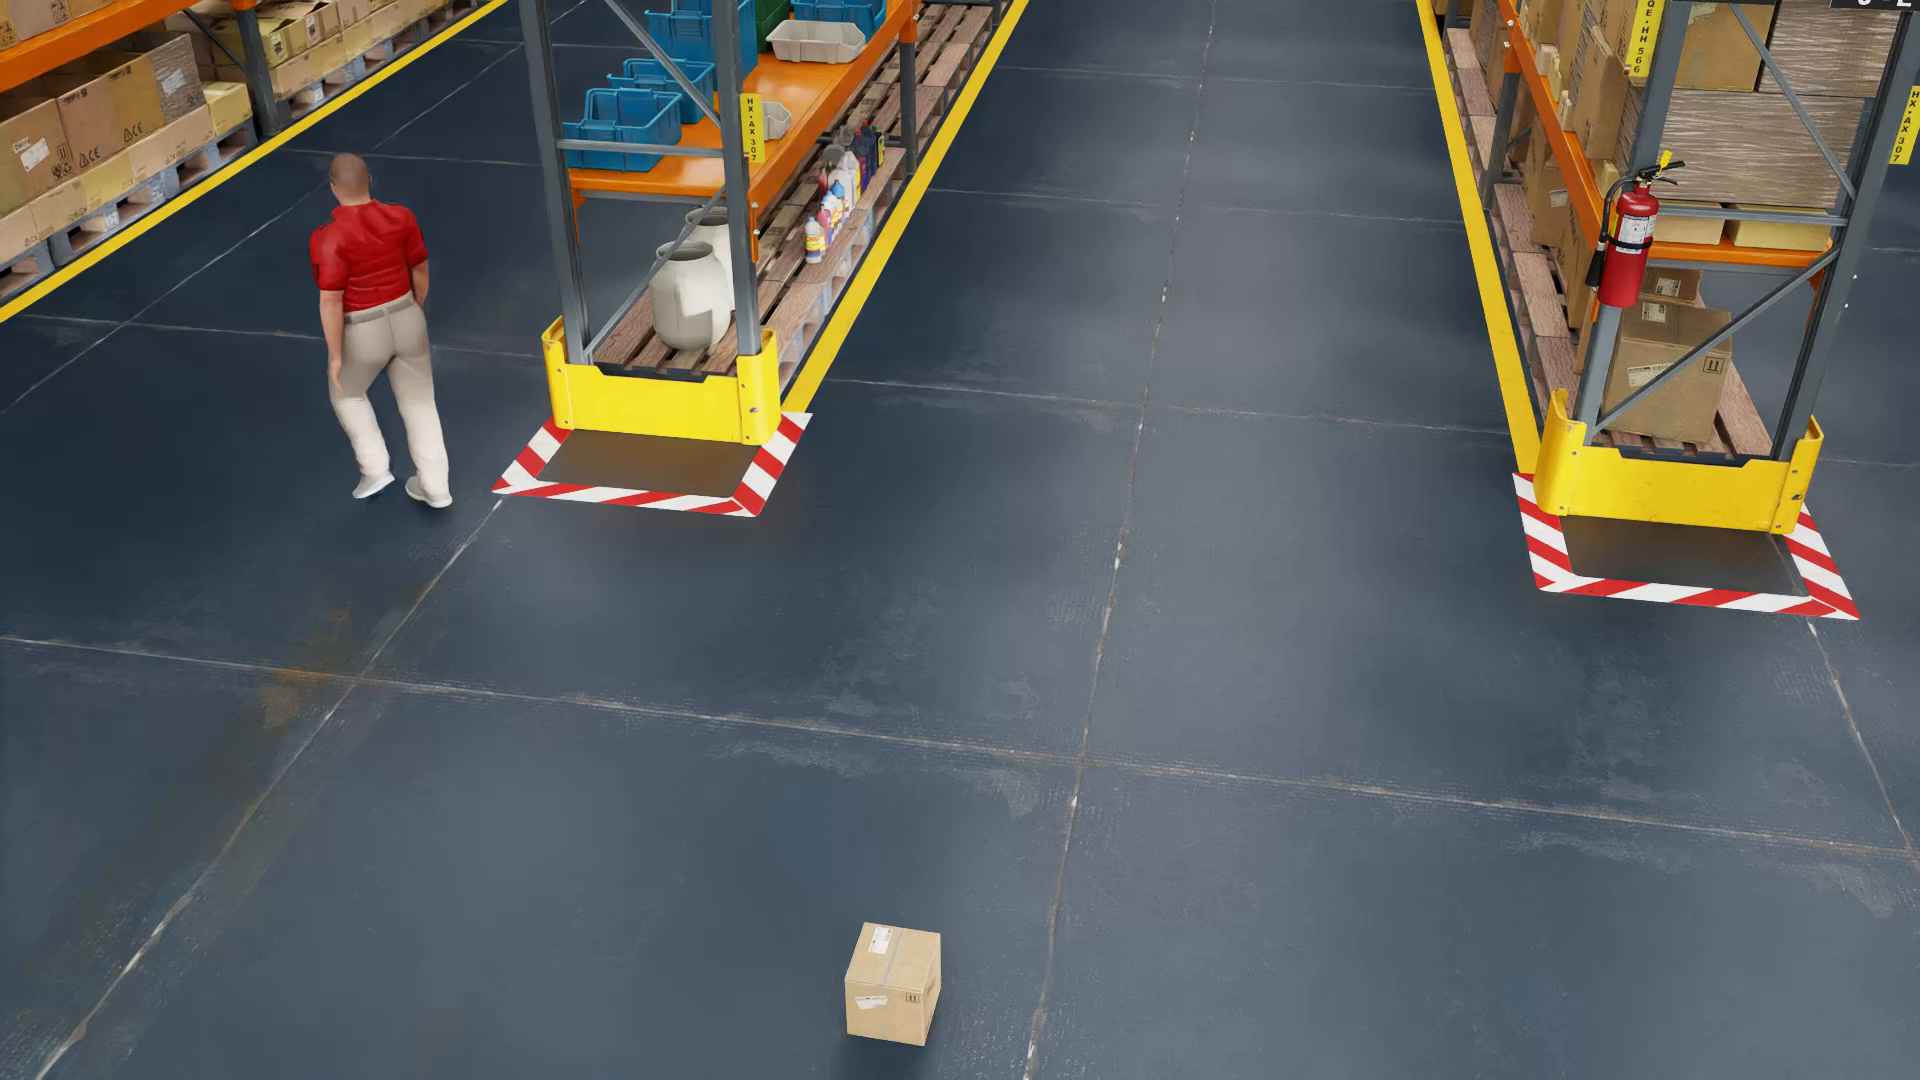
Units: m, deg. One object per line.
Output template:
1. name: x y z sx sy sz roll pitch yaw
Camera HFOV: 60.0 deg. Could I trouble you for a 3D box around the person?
1. person: -2.677 -0.916 7.653 0.589 1.807 0.566 -25 40 -34
